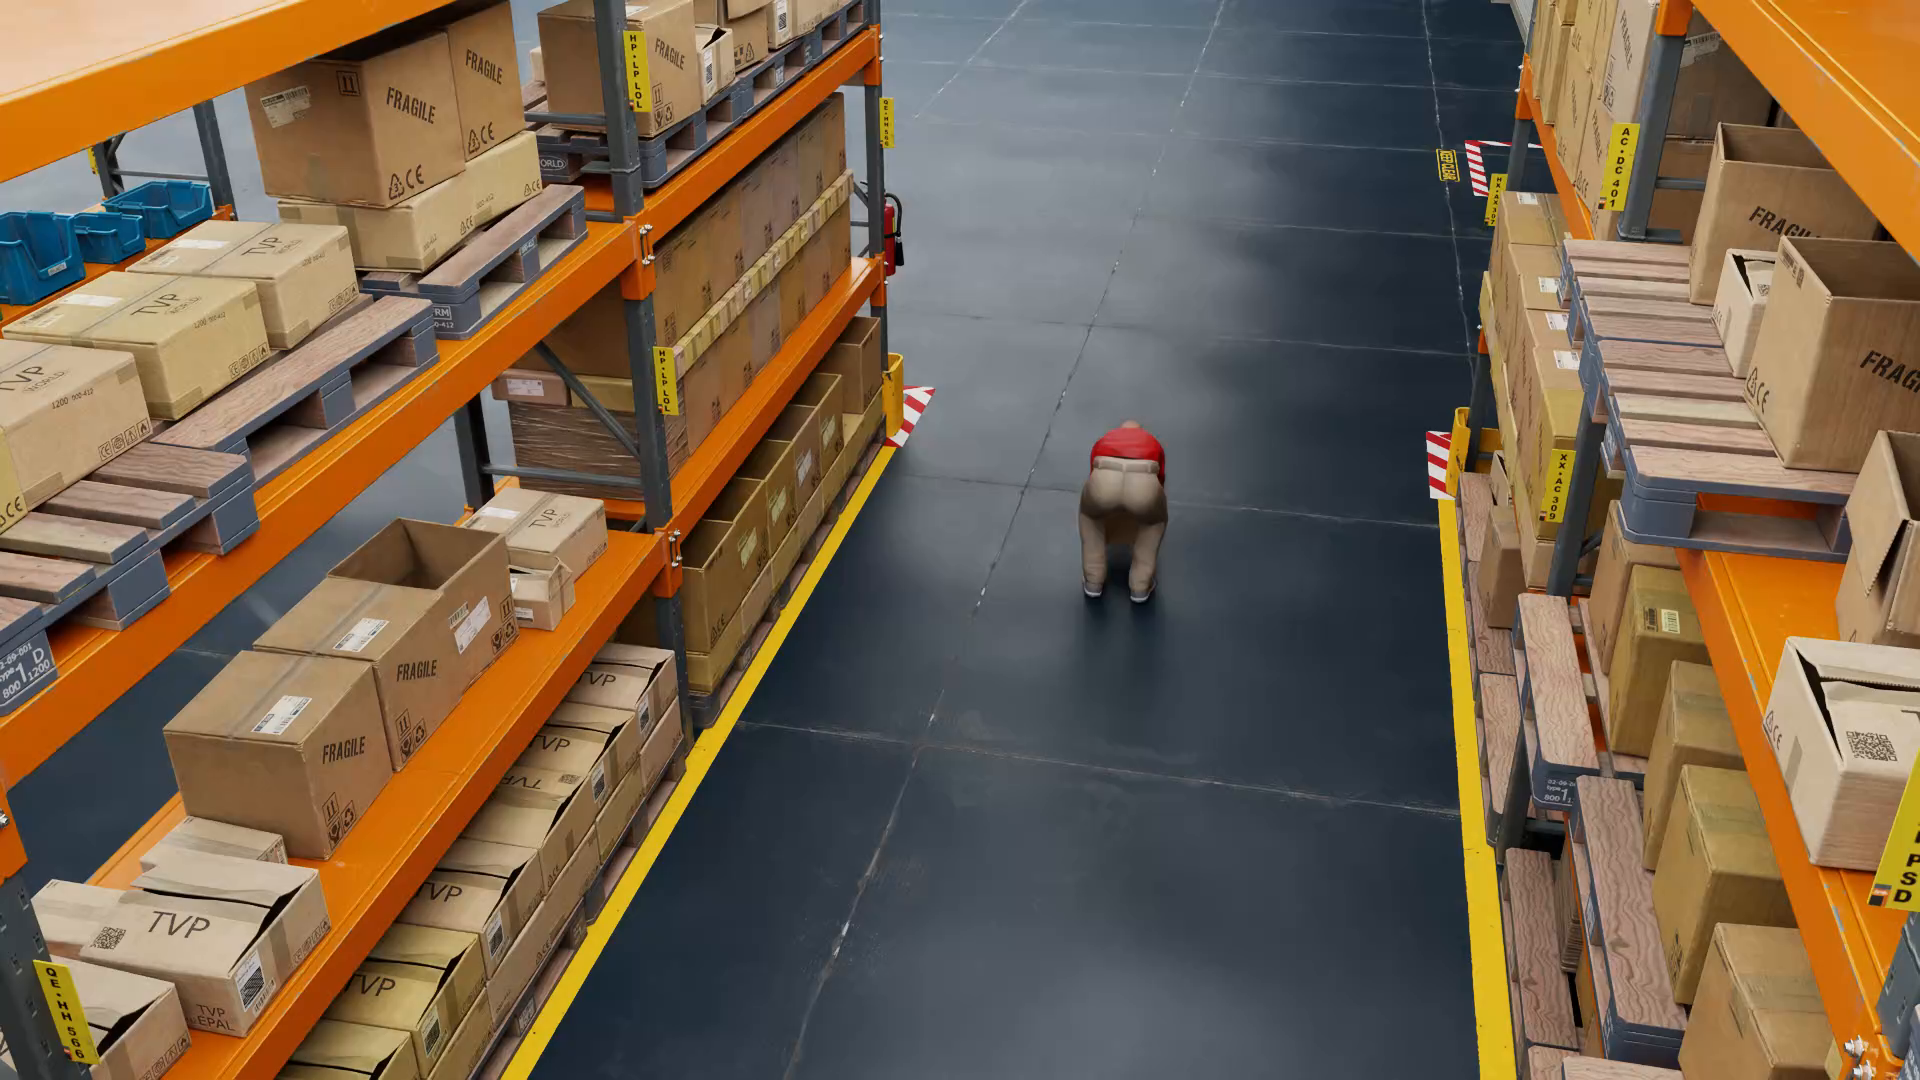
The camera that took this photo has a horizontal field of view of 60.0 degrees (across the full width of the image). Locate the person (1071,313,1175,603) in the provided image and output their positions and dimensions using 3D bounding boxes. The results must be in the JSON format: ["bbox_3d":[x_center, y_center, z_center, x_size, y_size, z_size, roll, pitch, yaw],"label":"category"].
[{"bbox_3d":[0.923,-0.455,9.471,0.585,1.725,0.398,5,29,9],"label":"person"}]
